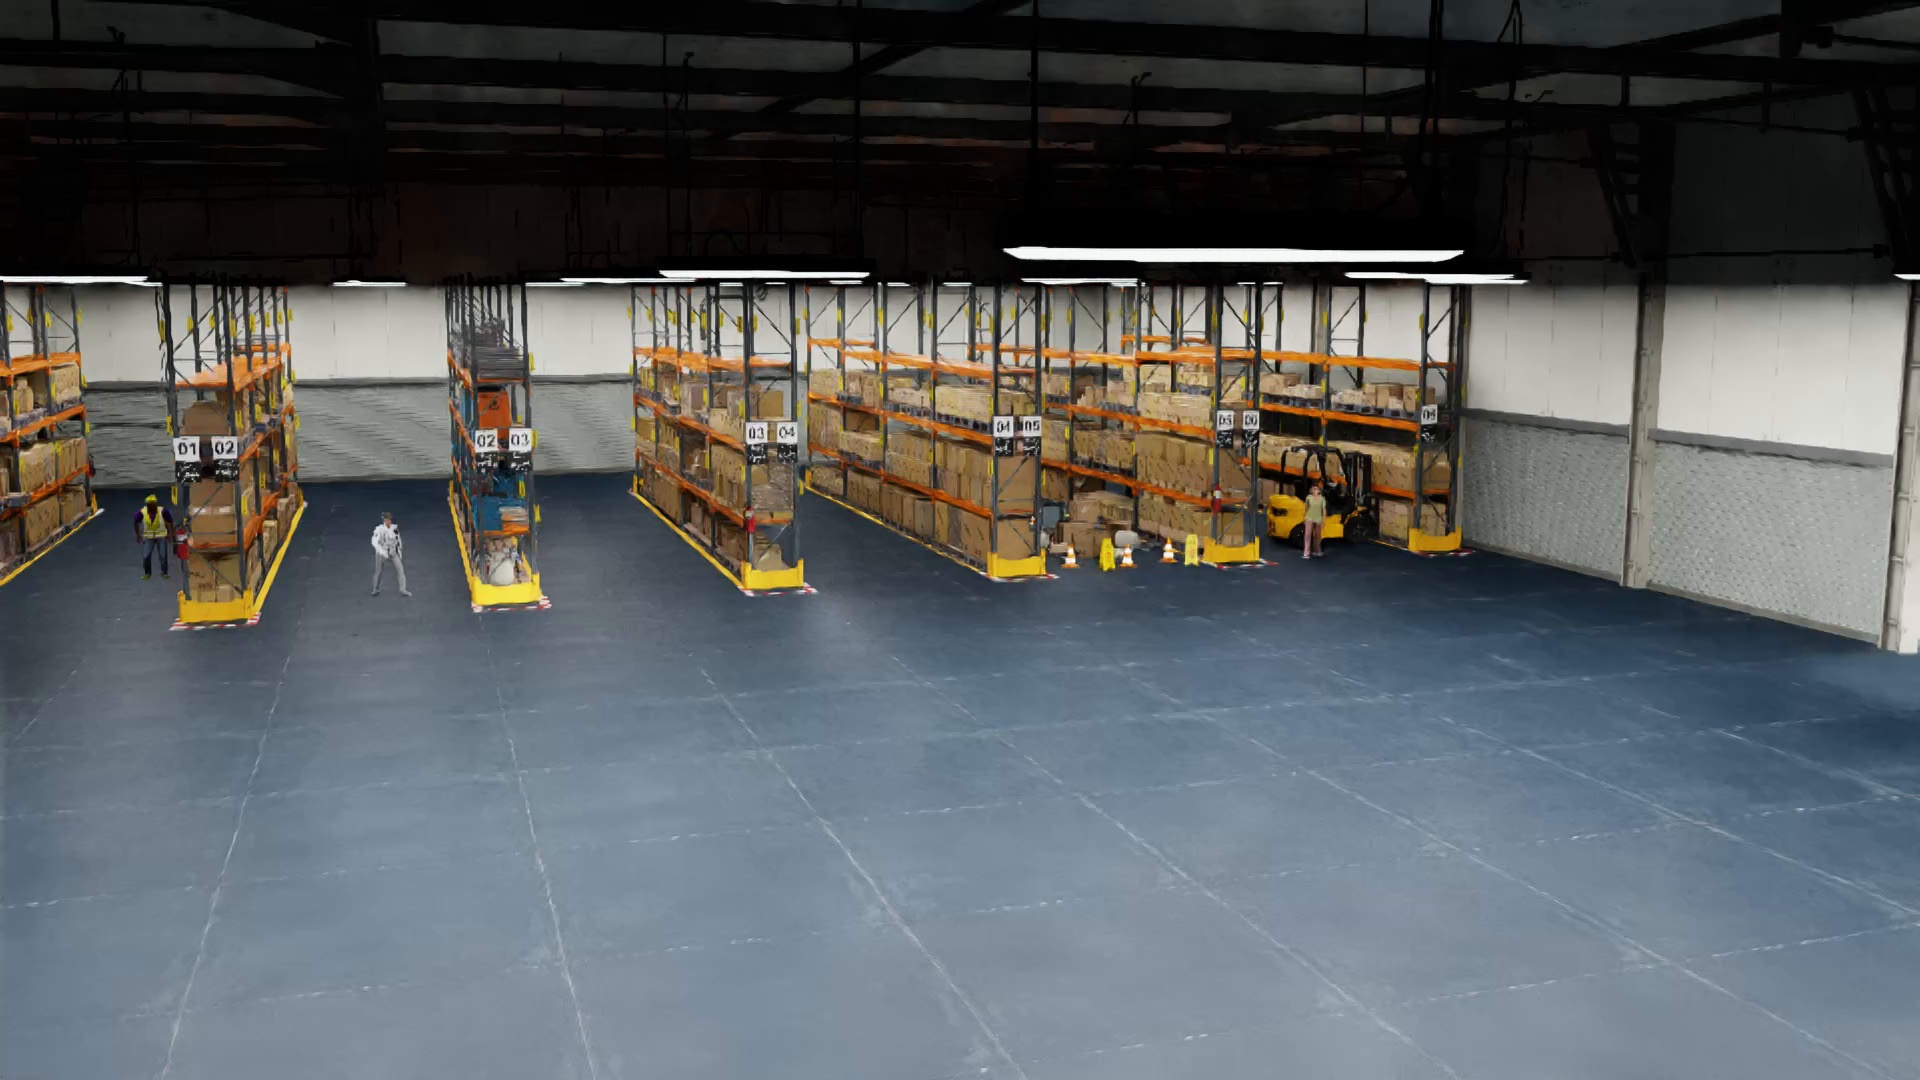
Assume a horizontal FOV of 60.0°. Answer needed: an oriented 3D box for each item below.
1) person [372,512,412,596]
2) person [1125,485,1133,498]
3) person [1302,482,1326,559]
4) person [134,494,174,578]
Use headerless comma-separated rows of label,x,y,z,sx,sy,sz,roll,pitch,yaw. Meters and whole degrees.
person,-10.708,0.240,31.106,0.638,1.607,0.813,-6,11,-35
person,4.588,-1.785,43.867,0.638,1.785,0.514,7,11,39
person,7.557,-0.421,35.451,0.488,1.622,0.929,2,9,10
person,-15.936,-0.065,32.891,0.719,1.714,0.578,-3,9,-20
